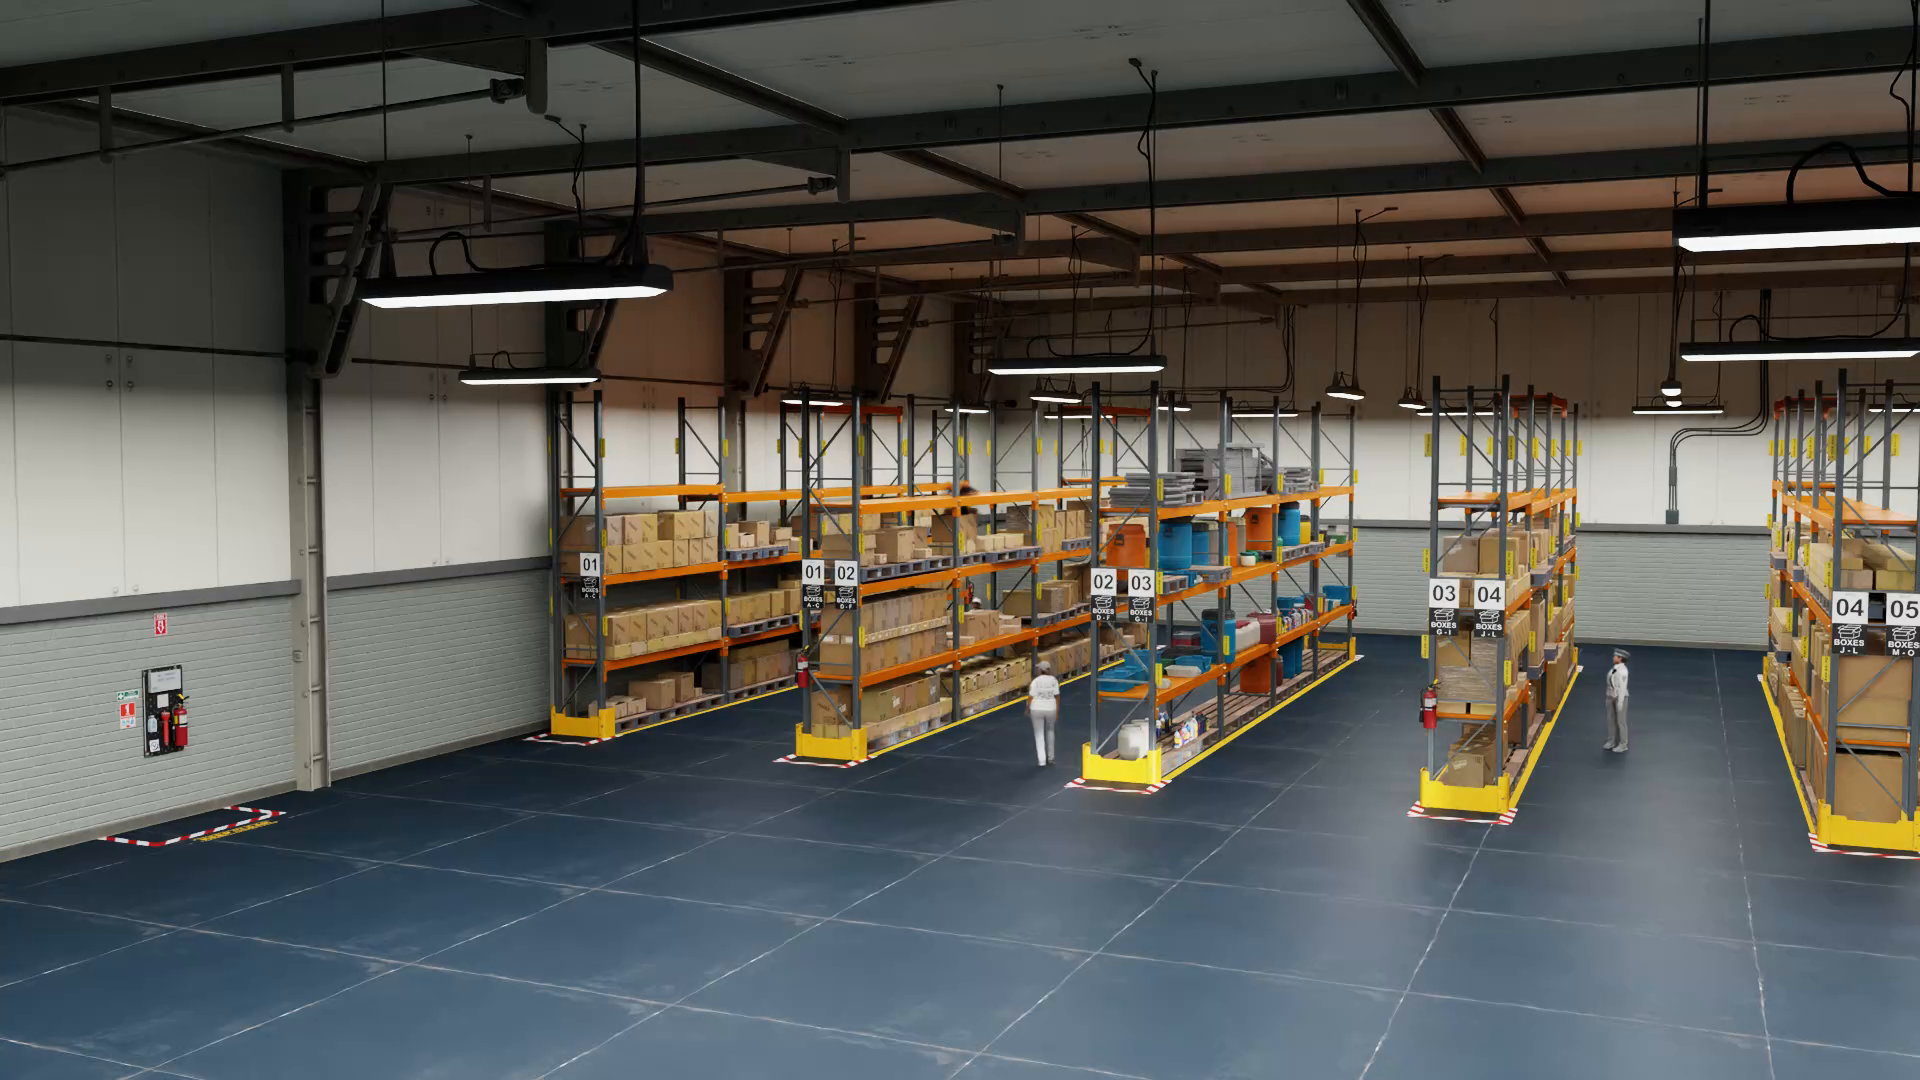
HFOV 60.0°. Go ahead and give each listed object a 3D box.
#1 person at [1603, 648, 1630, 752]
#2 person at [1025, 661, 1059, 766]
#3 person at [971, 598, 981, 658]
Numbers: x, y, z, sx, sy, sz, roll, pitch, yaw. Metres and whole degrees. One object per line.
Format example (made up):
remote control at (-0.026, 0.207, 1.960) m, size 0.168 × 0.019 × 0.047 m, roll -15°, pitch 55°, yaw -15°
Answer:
person at (10.872, 2.631, 27.517) m, size 0.393 × 1.698 × 0.516 m, roll -1°, pitch 3°, yaw -14°
person at (1.307, 2.751, 26.258) m, size 0.519 × 1.720 × 0.598 m, roll -1°, pitch 3°, yaw -11°
person at (0.314, 2.132, 36.418) m, size 0.576 × 1.725 × 1.013 m, roll 2°, pitch 4°, yaw 29°
